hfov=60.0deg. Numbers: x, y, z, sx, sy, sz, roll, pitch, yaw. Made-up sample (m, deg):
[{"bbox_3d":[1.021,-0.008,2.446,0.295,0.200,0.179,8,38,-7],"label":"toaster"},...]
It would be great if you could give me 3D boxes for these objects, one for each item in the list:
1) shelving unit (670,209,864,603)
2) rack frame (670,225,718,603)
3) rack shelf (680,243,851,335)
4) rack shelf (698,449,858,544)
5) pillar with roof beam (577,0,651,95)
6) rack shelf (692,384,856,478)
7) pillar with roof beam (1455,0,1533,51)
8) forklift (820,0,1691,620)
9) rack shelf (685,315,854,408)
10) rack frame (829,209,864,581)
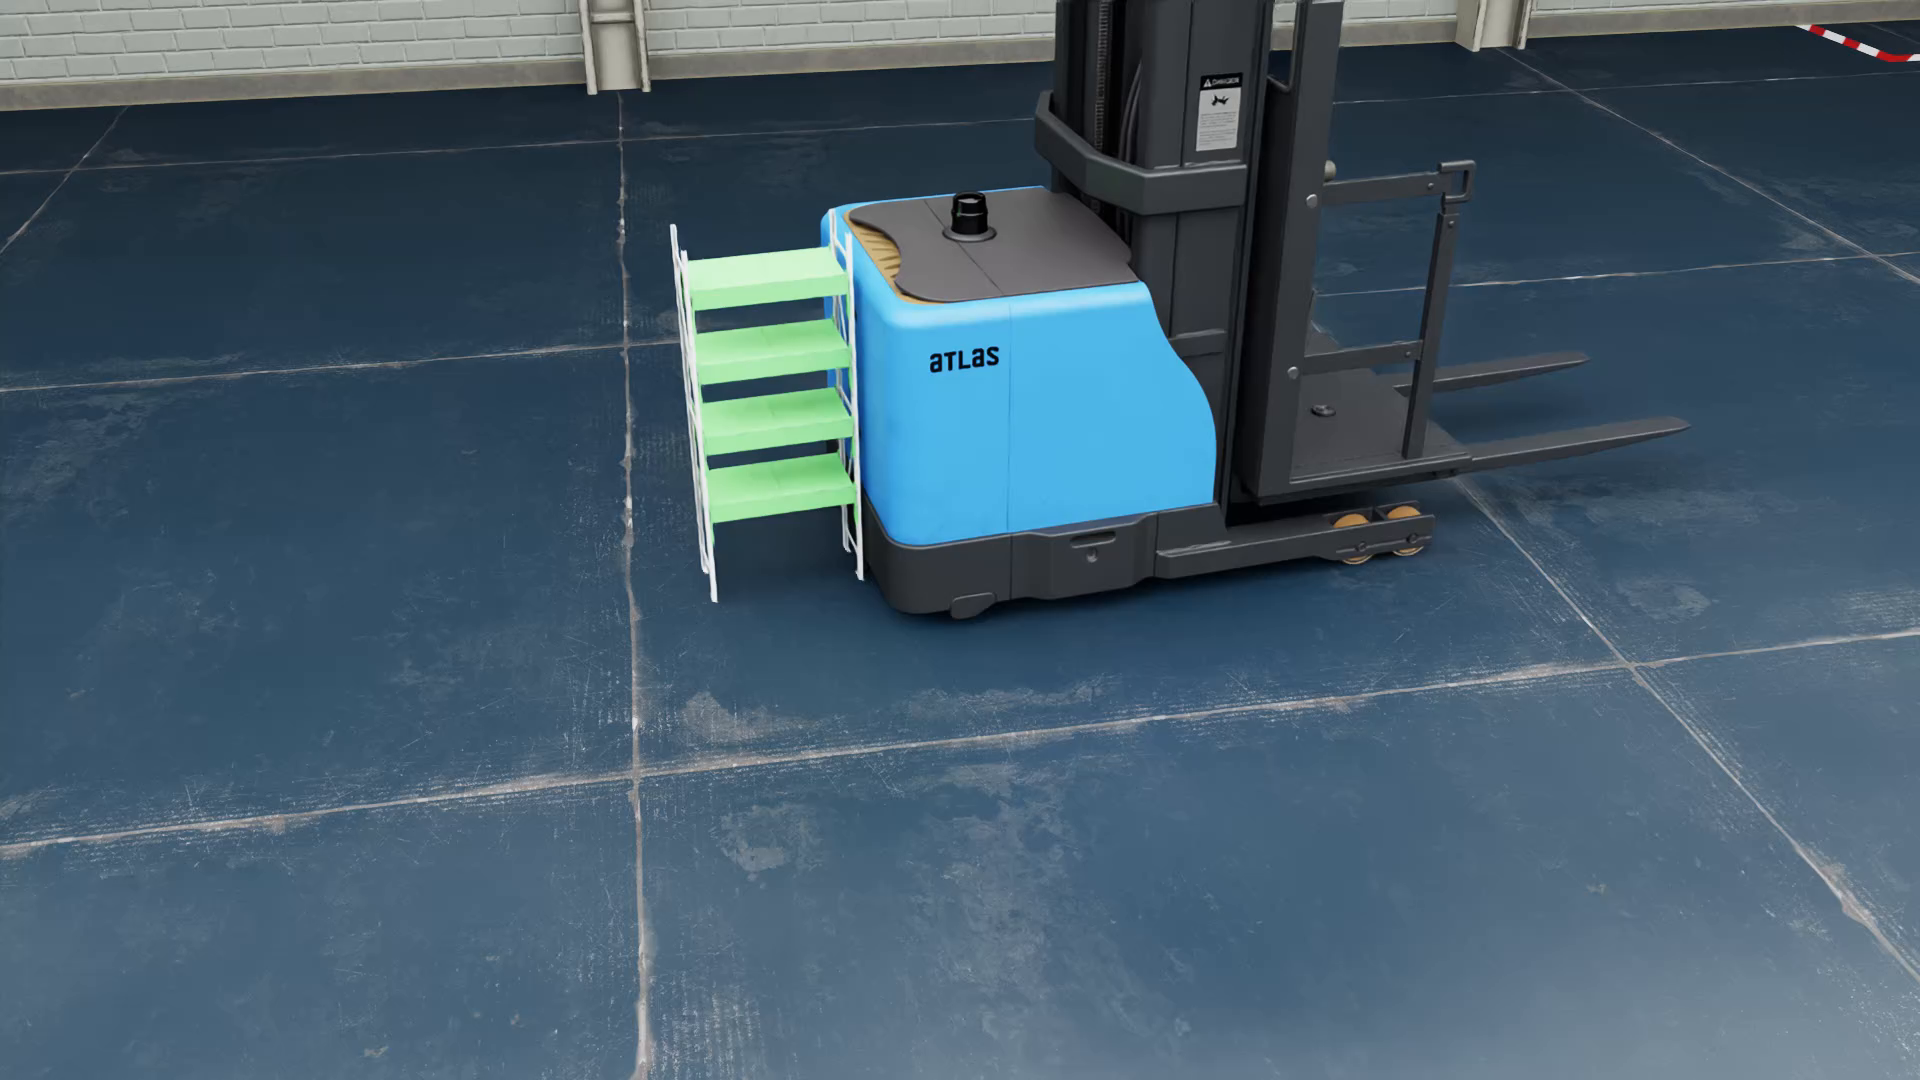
[{"bbox_3d":[-0.595,-0.406,5.257,0.503,1.200,0.258,-9,32,-14],"label":"shelving unit"},{"bbox_3d":[-0.829,-0.371,5.197,0.015,1.200,0.240,-9,32,-14],"label":"rack frame"},{"bbox_3d":[-0.595,-0.765,5.046,0.480,0.148,0.258,-9,32,-14],"label":"rack shelf"},{"bbox_3d":[-0.595,-0.144,5.411,0.480,0.148,0.258,-9,32,-14],"label":"rack shelf"},{"bbox_3d":[-1.420,-4.657,4.792,0.400,9.000,9.100,-5,31,-9],"label":"pillar with roof beam"},{"bbox_3d":[-0.595,-0.351,5.290,0.480,0.148,0.258,-9,32,-14],"label":"rack shelf"},{"bbox_3d":[4.482,-5.205,5.723,0.400,9.000,9.100,-5,31,-9],"label":"pillar with roof beam"},{"bbox_3d":[1.100,-1.429,5.288,3.031,2.935,1.130,-9,32,-14],"label":"forklift"},{"bbox_3d":[-0.595,-0.558,5.168,0.480,0.148,0.258,-9,32,-14],"label":"rack shelf"},{"bbox_3d":[-0.361,-0.441,5.317,0.015,1.200,0.240,-9,32,-14],"label":"rack frame"}]
